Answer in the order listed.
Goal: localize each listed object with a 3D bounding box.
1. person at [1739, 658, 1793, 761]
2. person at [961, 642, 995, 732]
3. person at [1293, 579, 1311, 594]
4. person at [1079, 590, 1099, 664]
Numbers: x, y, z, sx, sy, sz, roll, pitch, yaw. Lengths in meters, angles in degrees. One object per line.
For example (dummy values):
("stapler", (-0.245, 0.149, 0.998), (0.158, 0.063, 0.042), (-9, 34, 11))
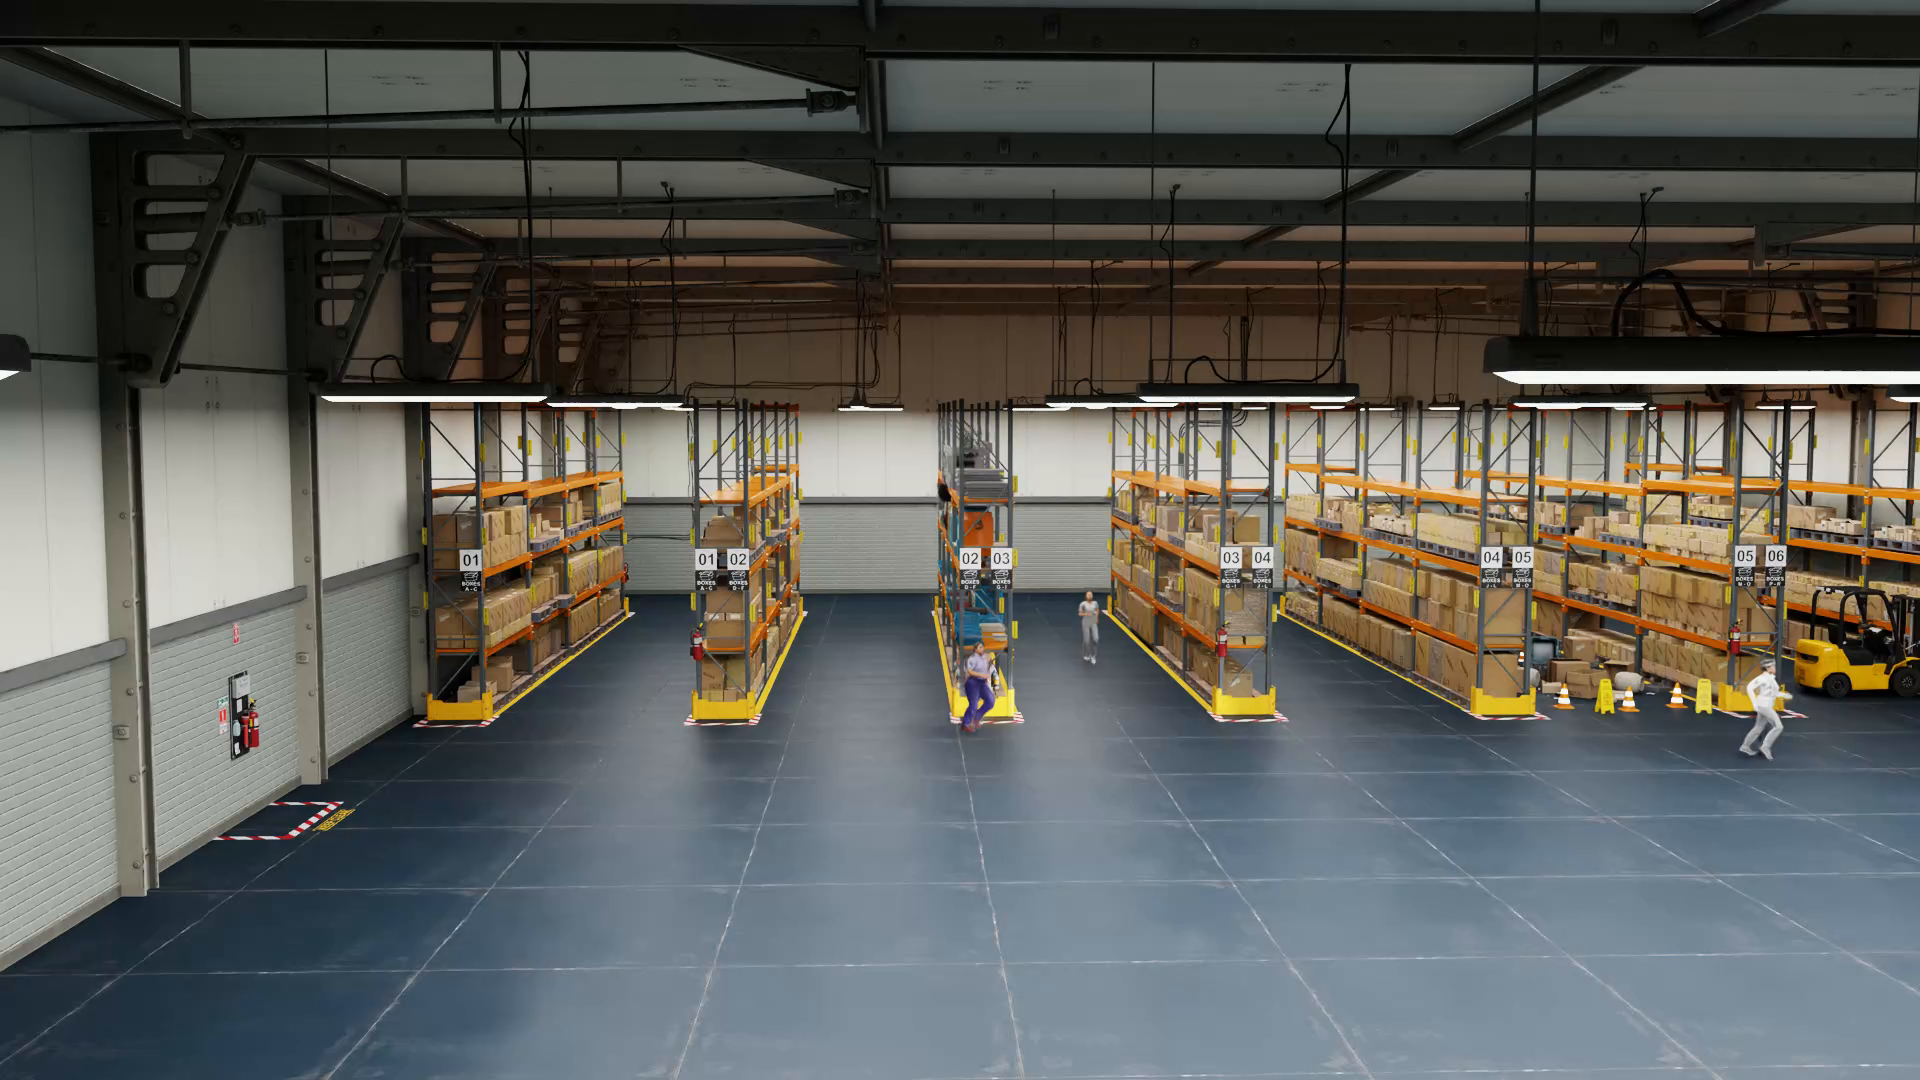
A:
("person", (13.345, 2.794, 27.525), (0.784, 1.713, 0.572), (3, 5, 36))
("person", (0.374, 2.641, 30.033), (0.618, 1.603, 0.668), (3, 5, 32))
("person", (10.057, 1.114, 49.096), (0.914, 1.746, 0.717), (3, 5, 36))
("person", (2.977, 1.994, 38.173), (0.544, 1.708, 0.691), (-1, 4, -10))
